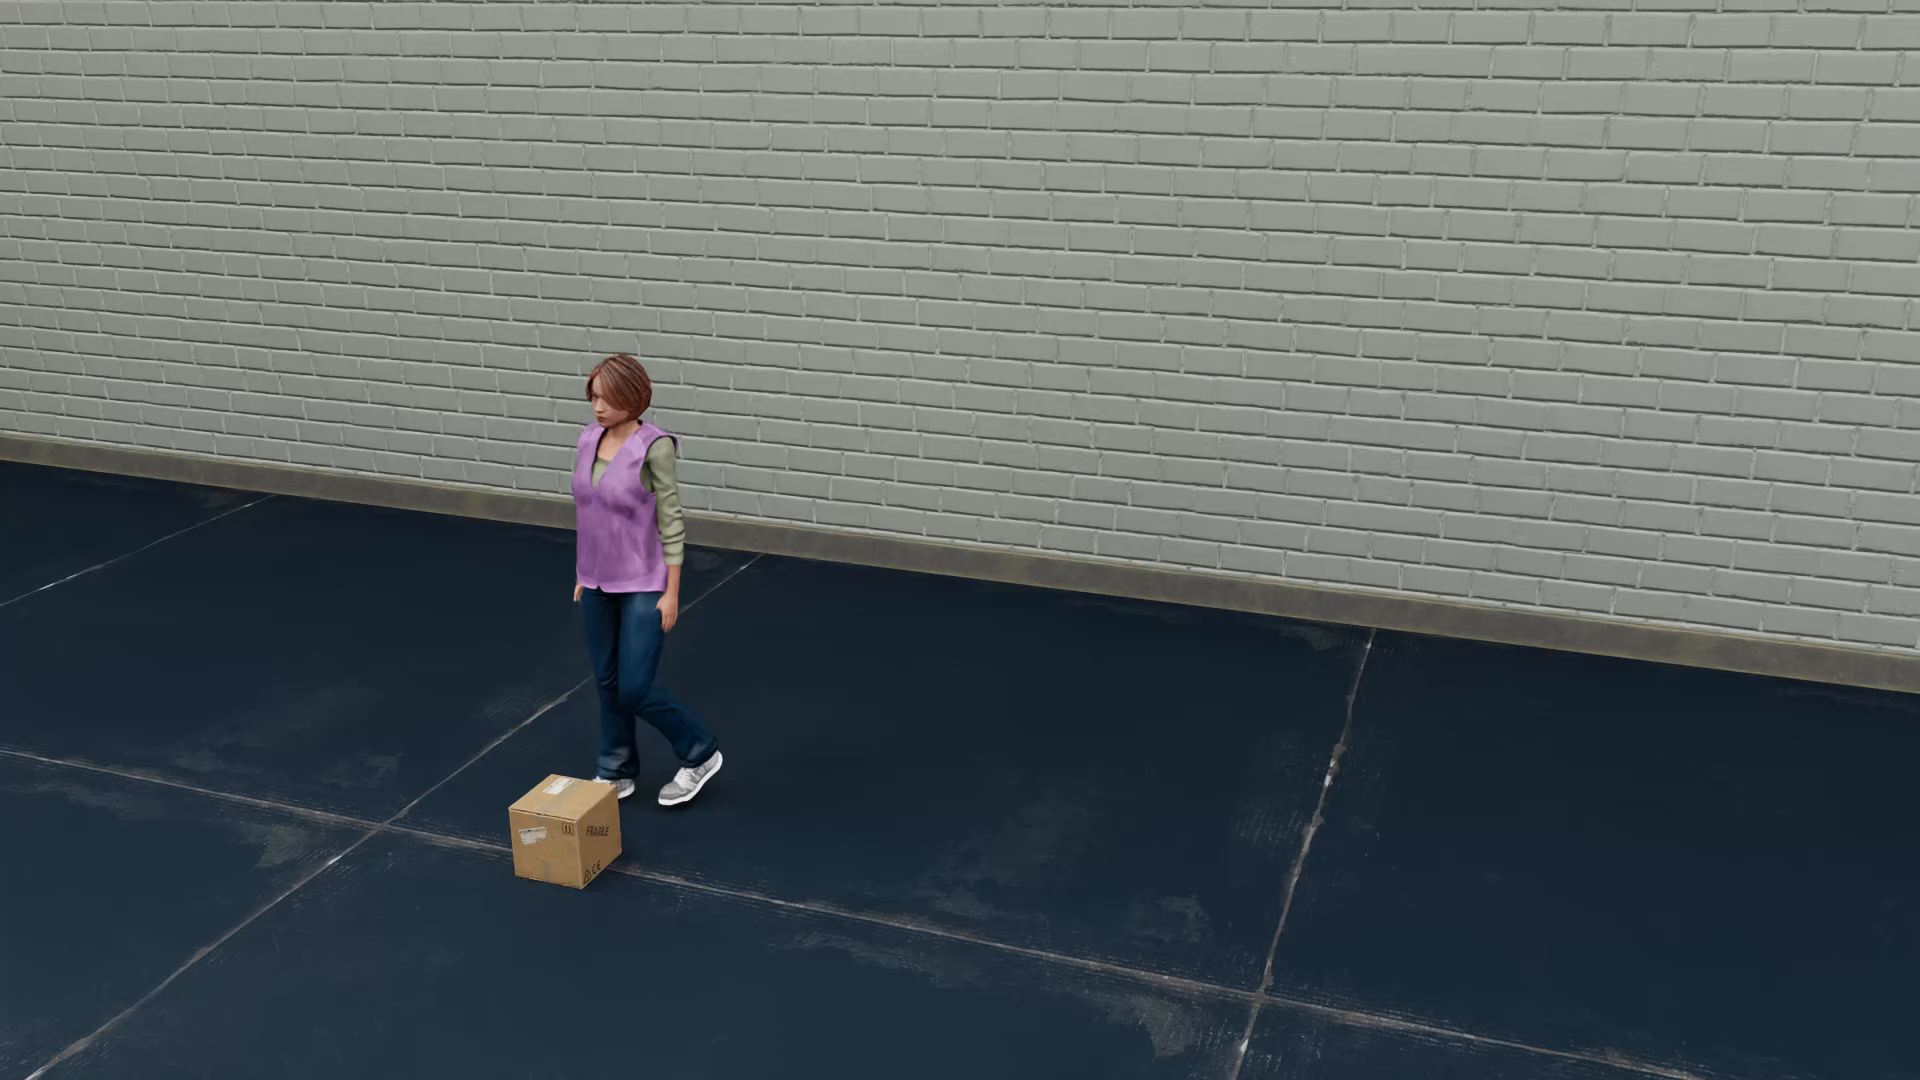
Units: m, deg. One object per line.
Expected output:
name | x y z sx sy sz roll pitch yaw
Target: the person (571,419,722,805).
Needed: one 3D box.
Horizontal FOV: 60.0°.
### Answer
person | -6.177 -0.665 5.550 9.158 3.193 5.598 12 22 31
